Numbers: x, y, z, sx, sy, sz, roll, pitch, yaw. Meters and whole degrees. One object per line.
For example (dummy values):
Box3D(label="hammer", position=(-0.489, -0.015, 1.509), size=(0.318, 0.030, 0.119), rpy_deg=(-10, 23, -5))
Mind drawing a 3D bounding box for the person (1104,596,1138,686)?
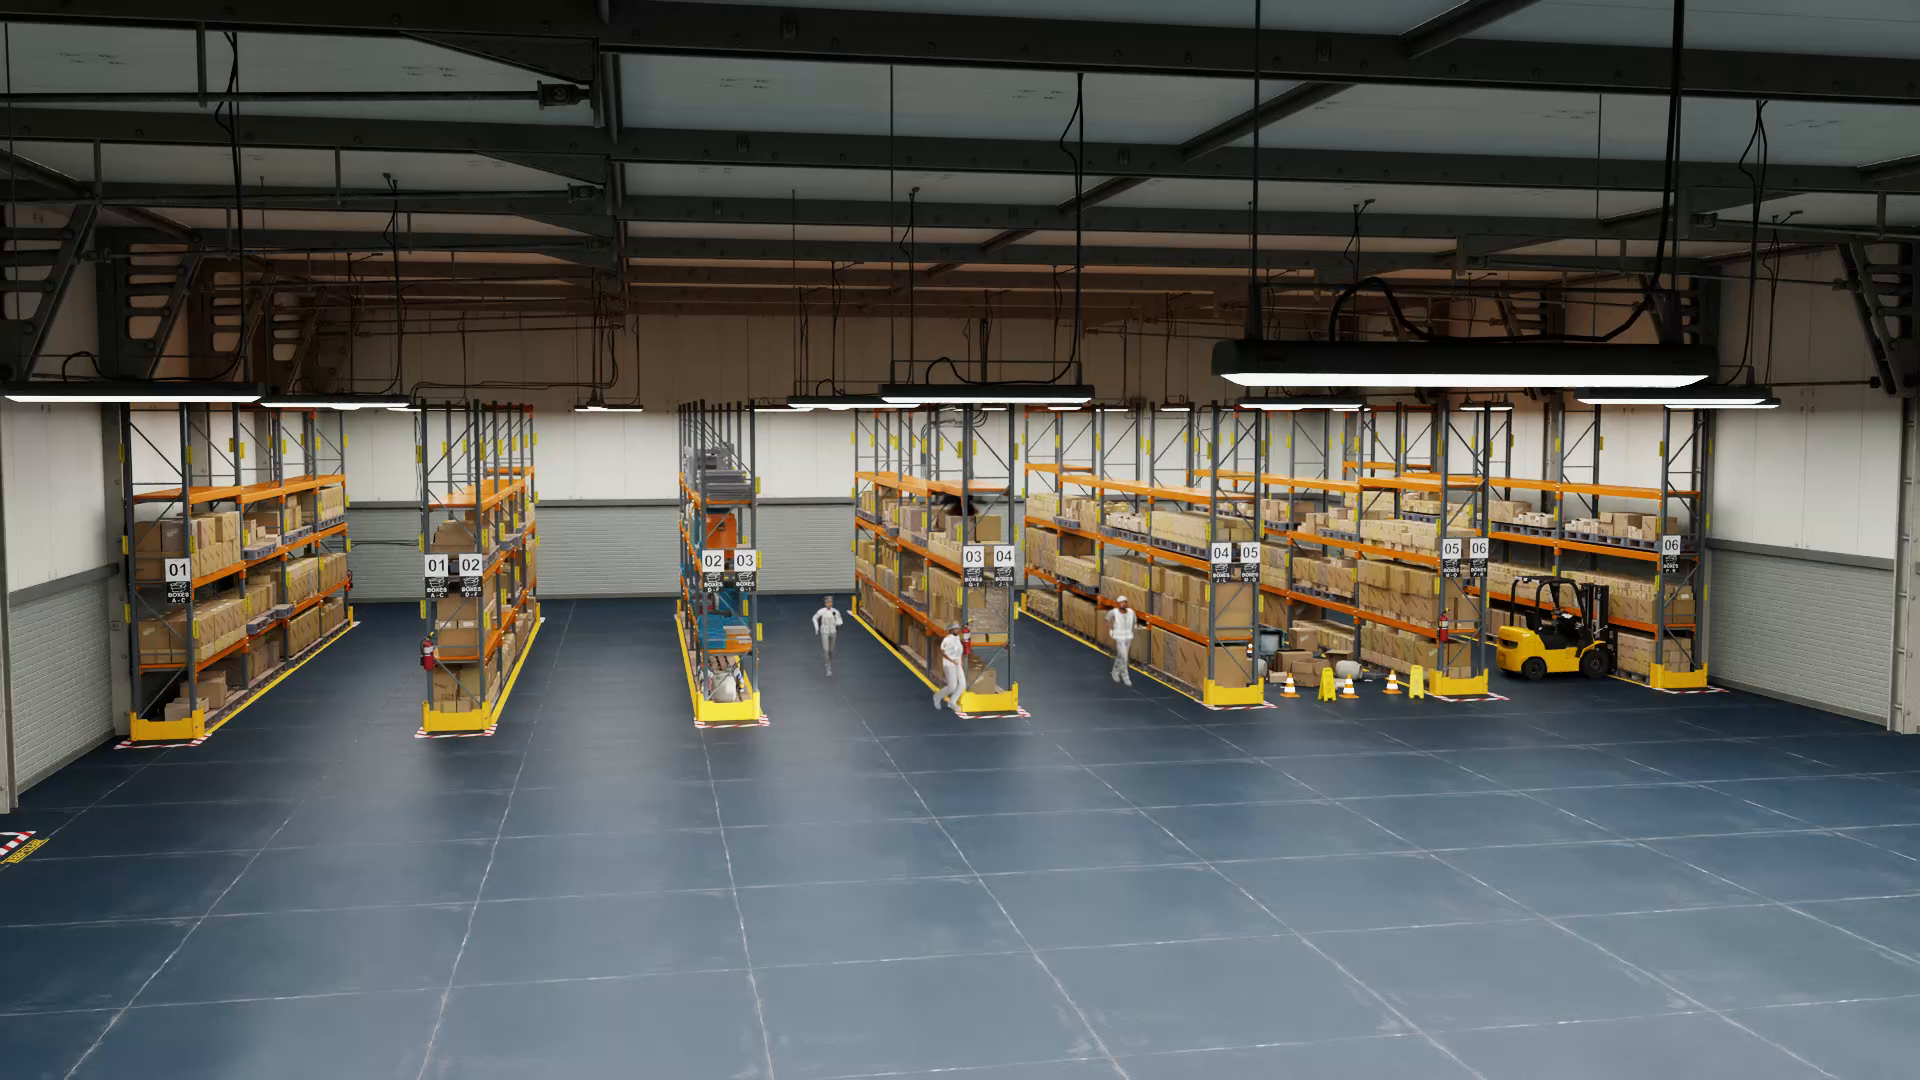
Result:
Box3D(label="person", position=(3.333, 2.034, 33.894), size=(0.665, 1.813, 0.896), rpy_deg=(-2, 5, -20))

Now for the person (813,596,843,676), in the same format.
Box3D(label="person", position=(-2.899, 2.083, 36.711), size=(0.599, 1.708, 0.860), rpy_deg=(-2, 5, -19))

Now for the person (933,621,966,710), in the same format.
Box3D(label="person", position=(-0.156, 2.326, 30.908), size=(0.612, 1.658, 0.595), rpy_deg=(3, 5, 34))
